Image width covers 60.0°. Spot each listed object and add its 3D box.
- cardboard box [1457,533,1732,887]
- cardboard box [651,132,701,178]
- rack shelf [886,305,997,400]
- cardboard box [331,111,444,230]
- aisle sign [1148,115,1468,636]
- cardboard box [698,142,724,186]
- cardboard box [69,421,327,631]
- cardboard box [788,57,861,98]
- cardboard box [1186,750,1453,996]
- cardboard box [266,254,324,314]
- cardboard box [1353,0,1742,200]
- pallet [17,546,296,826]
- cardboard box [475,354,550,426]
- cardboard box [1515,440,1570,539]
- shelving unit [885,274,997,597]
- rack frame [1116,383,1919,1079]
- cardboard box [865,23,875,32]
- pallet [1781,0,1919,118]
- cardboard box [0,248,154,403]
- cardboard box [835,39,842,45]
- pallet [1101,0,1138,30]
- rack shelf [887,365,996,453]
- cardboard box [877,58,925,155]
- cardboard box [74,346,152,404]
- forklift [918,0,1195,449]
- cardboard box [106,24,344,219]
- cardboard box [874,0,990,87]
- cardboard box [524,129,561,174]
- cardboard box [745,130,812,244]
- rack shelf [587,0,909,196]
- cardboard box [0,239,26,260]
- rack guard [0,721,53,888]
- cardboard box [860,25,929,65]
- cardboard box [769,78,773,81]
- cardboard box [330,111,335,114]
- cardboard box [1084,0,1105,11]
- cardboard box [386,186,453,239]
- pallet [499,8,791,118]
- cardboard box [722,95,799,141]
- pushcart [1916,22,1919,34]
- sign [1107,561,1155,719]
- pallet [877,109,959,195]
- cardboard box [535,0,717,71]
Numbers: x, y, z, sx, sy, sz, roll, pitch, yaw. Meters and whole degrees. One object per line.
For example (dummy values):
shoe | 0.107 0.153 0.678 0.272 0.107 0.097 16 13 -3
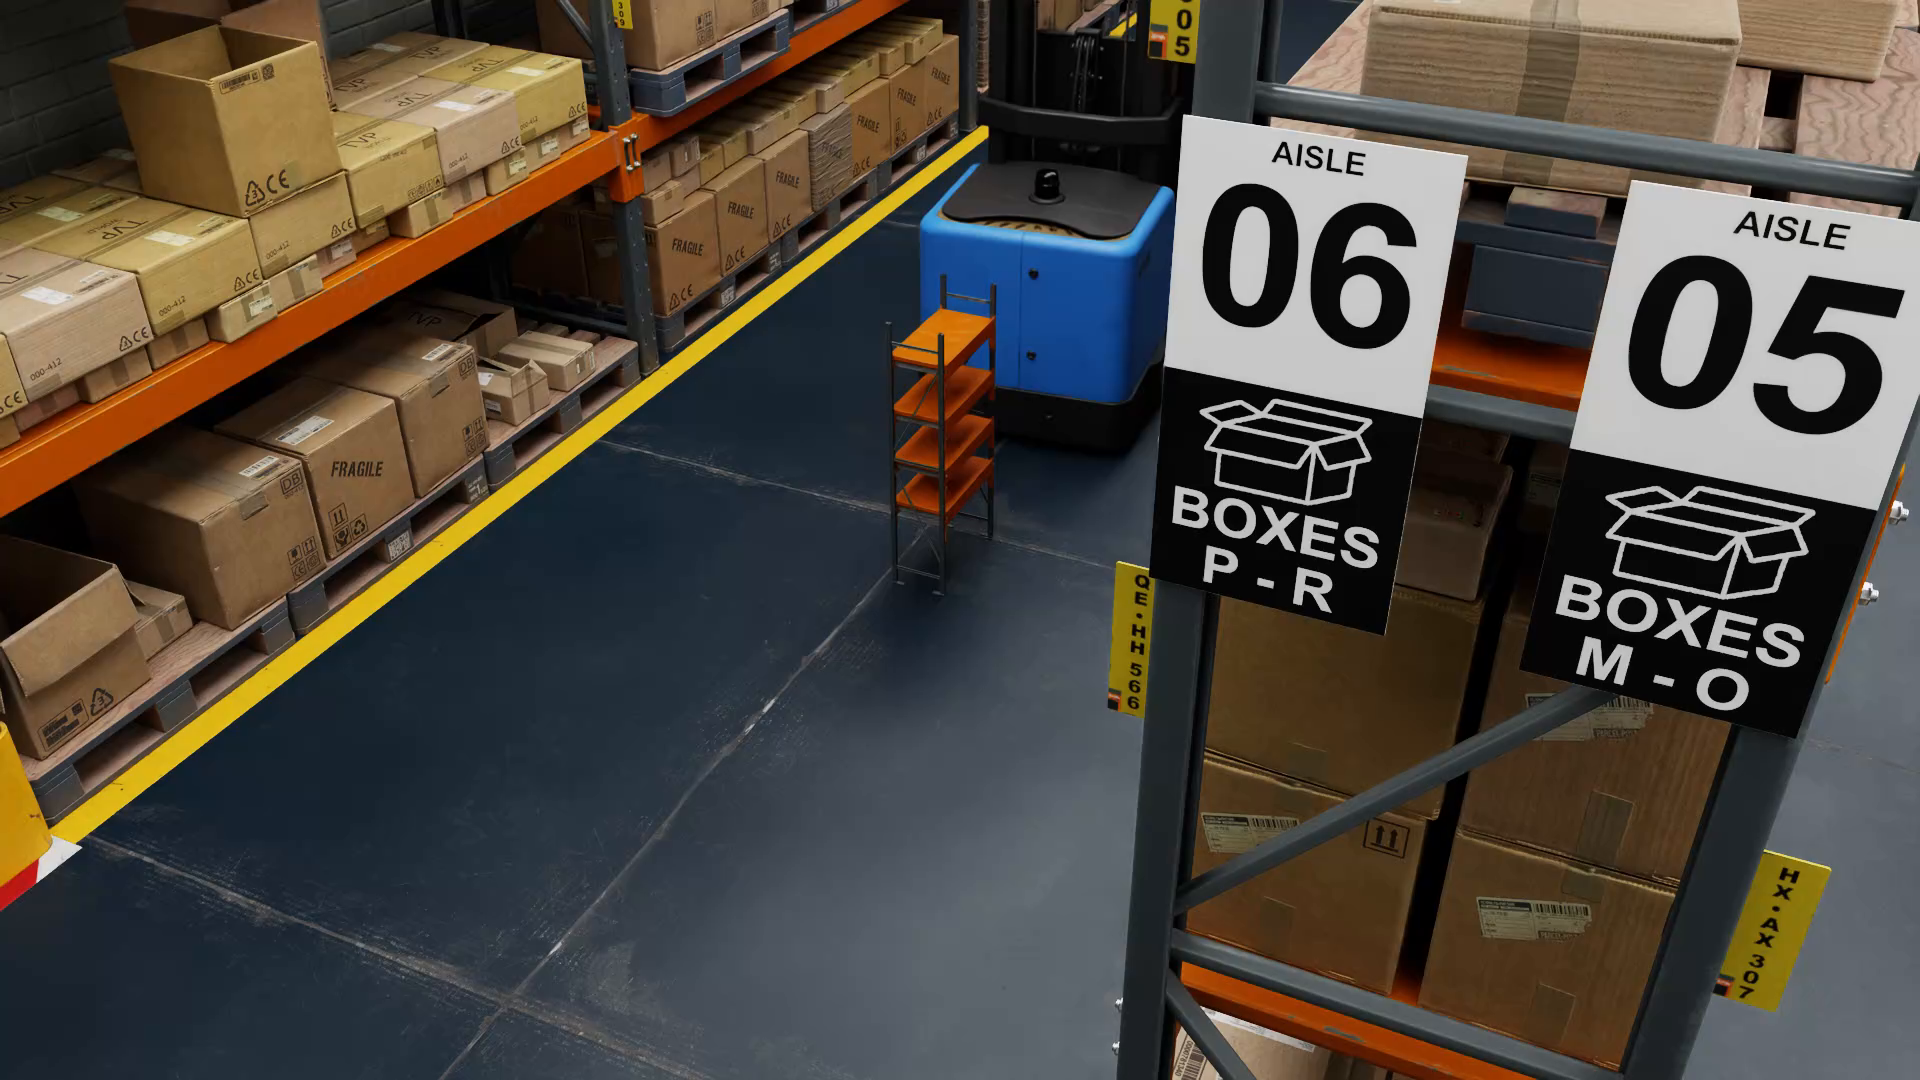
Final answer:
cardboard box | 1.264 0.266 3.106 0.500 0.500 0.500 13 36 19
cardboard box | -1.575 -2.014 8.619 0.380 0.149 0.250 12 35 18
rack shelf | -0.069 -0.748 6.580 0.258 0.148 0.480 14 36 20
cardboard box | -2.440 -1.484 6.642 0.500 0.250 0.500 14 36 20
aisle sign | 0.493 -0.223 2.484 0.394 0.787 0.004 14 36 20
cardboard box | -1.497 -2.035 8.923 0.380 0.149 0.250 12 35 18
cardboard box | -2.970 -0.068 6.514 0.700 0.500 0.500 16 36 22
cardboard box | -0.827 -2.810 10.105 0.380 0.149 0.250 14 36 20
cardboard box | 0.766 0.557 3.575 0.500 0.500 0.500 14 36 21
cardboard box | -2.643 -0.999 6.268 0.380 0.149 0.250 15 36 22
cardboard box | 0.911 -0.755 2.592 0.500 0.250 0.500 11 35 16
pallet | -3.341 0.494 6.305 1.003 0.211 1.213 14 36 20
cardboard box | -2.147 -0.739 7.752 0.396 0.266 0.258 15 36 22
cardboard box | 1.250 -0.092 3.060 0.380 0.149 0.250 15 36 22
shelving unit | -0.069 -0.419 6.795 0.258 1.200 0.503 14 36 20
rack frame | 0.805 0.899 3.143 1.000 3.000 0.127 14 36 20
cardboard box | -0.789 -3.207 11.301 0.500 0.500 0.500 16 36 22
pallet | 1.615 -1.300 3.842 1.003 0.211 1.213 14 36 20
cardboard box | -3.060 -0.715 5.470 0.500 0.250 0.500 15 36 21
cardboard box | -0.995 -3.309 10.866 0.380 0.149 0.250 15 36 22
pallet | 1.043 -4.672 14.183 1.003 0.211 1.213 14 36 20
rack shelf | -0.069 -0.550 6.709 0.258 0.148 0.480 14 36 20
cardboard box | -0.559 -2.845 10.751 0.500 0.500 0.500 14 36 20
cardboard box | -3.014 -0.621 5.691 0.380 0.149 0.250 15 36 22
forklift | 0.755 -2.451 8.314 1.130 2.935 3.031 11 35 16
cardboard box | -2.643 -1.524 6.021 0.500 0.500 0.500 15 36 22
cardboard box | -0.085 -3.712 11.958 0.875 0.625 0.625 15 36 22
cardboard box | -2.025 -1.773 7.448 0.380 0.149 0.250 15 36 22
cardboard box | -1.198 -2.064 9.559 0.500 0.500 0.500 13 35 19
rack shelf | -1.195 -2.925 9.631 1.077 0.370 4.000 14 36 20
cardboard box | -3.537 -0.846 5.670 0.500 0.250 0.500 14 36 21
rack guard | -3.673 0.770 5.620 1.175 0.500 0.348 14 36 20
cardboard box | -0.421 -3.176 10.664 0.380 0.149 0.250 12 35 18
cardboard box | -1.352 -2.779 10.058 0.380 0.149 0.250 14 36 21
cardboard box | -2.905 -1.599 6.818 0.500 0.250 0.500 15 36 22
cardboard box | 0.776 -4.749 13.540 0.875 0.625 0.625 14 36 20
cardboard box | -2.327 -1.380 6.848 0.380 0.149 0.250 14 36 20
pallet | -1.598 -2.522 8.536 1.003 0.211 1.213 14 36 20
cardboard box | -1.151 -2.414 9.500 0.380 0.149 0.250 15 36 22
pushcart | 7.917 -3.482 12.217 1.648 0.377 0.936 3 33 4
sign | 0.318 0.185 2.961 0.100 0.325 0.005 14 36 20
pallet | -0.705 -2.693 11.164 1.003 0.211 1.213 14 36 20
cardboard box | -1.626 -2.637 8.062 0.700 0.500 0.500 15 36 22
